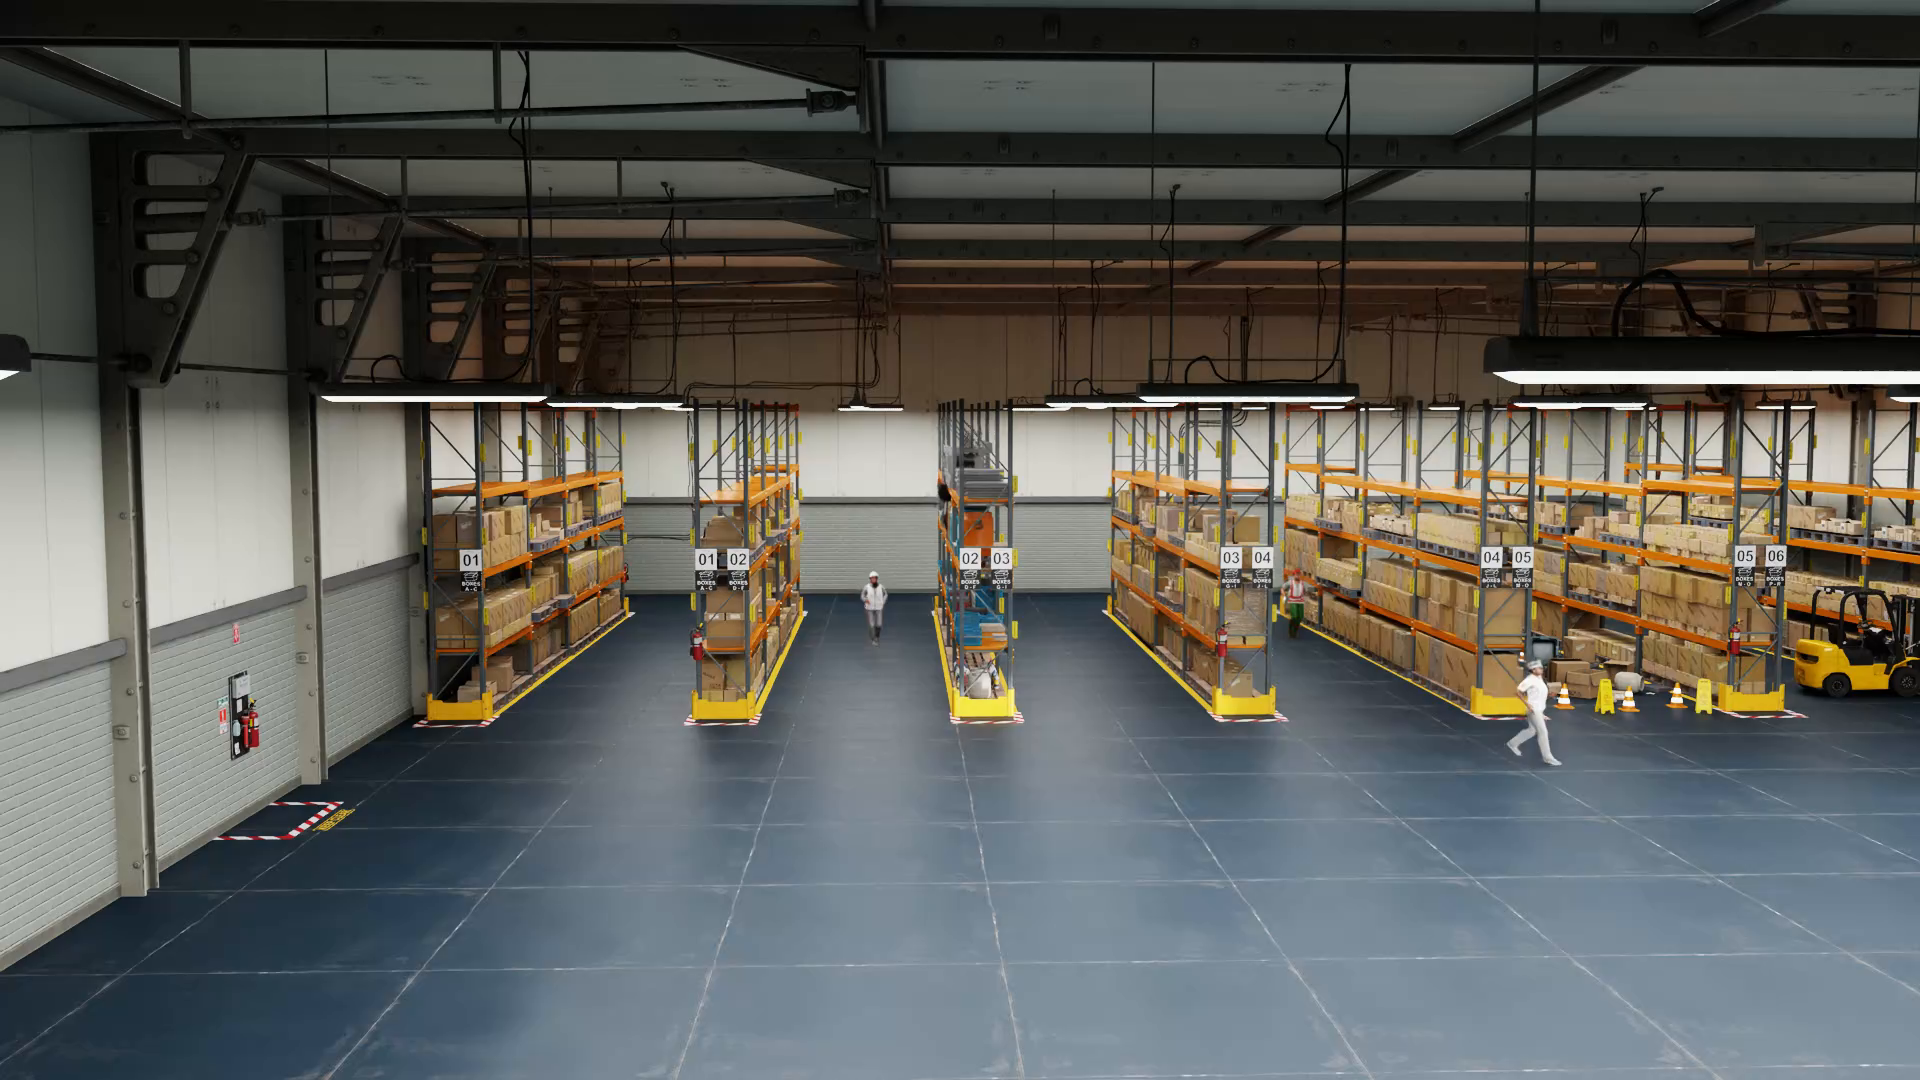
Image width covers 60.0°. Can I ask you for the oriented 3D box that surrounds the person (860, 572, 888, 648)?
[{"bbox_3d":[-1.983,1.636,38.793,0.668,1.783,0.569,-1,4,-11],"label":"person"}]

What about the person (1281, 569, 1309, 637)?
[{"bbox_3d":[8.547,1.619,42.234,0.658,1.740,0.650,-1,4,-9],"label":"person"}]

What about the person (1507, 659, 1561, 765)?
[{"bbox_3d":[9.402,2.787,27.223,0.939,1.673,0.559,3,5,37],"label":"person"}]

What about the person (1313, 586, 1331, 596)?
[{"bbox_3d":[10.684,1.141,49.100,0.637,1.738,0.694,0,4,1],"label":"person"}]
